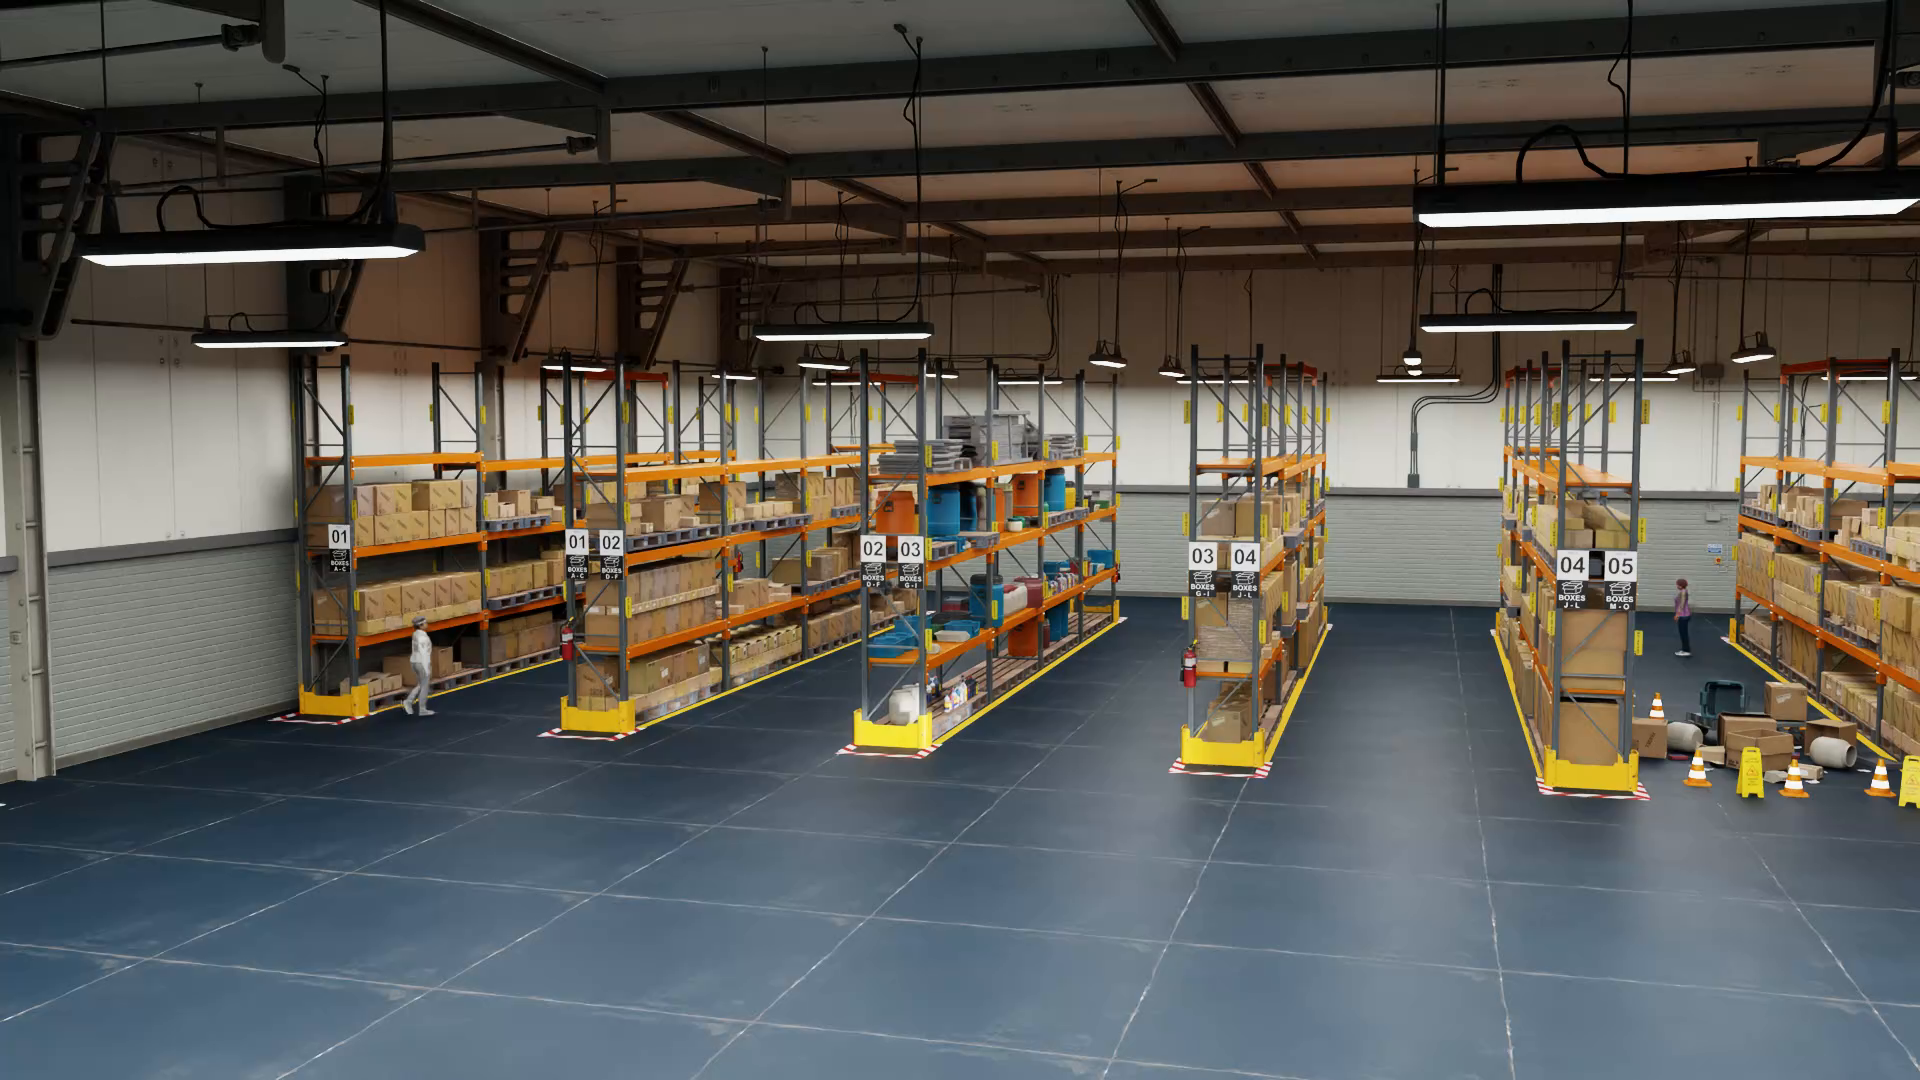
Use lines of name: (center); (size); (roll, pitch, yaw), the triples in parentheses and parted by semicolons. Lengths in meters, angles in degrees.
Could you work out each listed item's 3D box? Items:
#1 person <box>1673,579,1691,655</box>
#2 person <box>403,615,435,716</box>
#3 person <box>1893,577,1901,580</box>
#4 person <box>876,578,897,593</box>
person: (15.054, 1.610, 34.630); (0.342, 1.594, 0.433); (3, 5, 33)
person: (-8.997, 2.080, 27.626); (0.468, 1.683, 0.507); (-4, 6, -43)
person: (19.278, 1.601, 34.347); (0.382, 1.672, 0.515); (2, 5, 24)
person: (-1.822, 0.889, 43.128); (1.047, 1.706, 0.637); (0, 4, 6)
